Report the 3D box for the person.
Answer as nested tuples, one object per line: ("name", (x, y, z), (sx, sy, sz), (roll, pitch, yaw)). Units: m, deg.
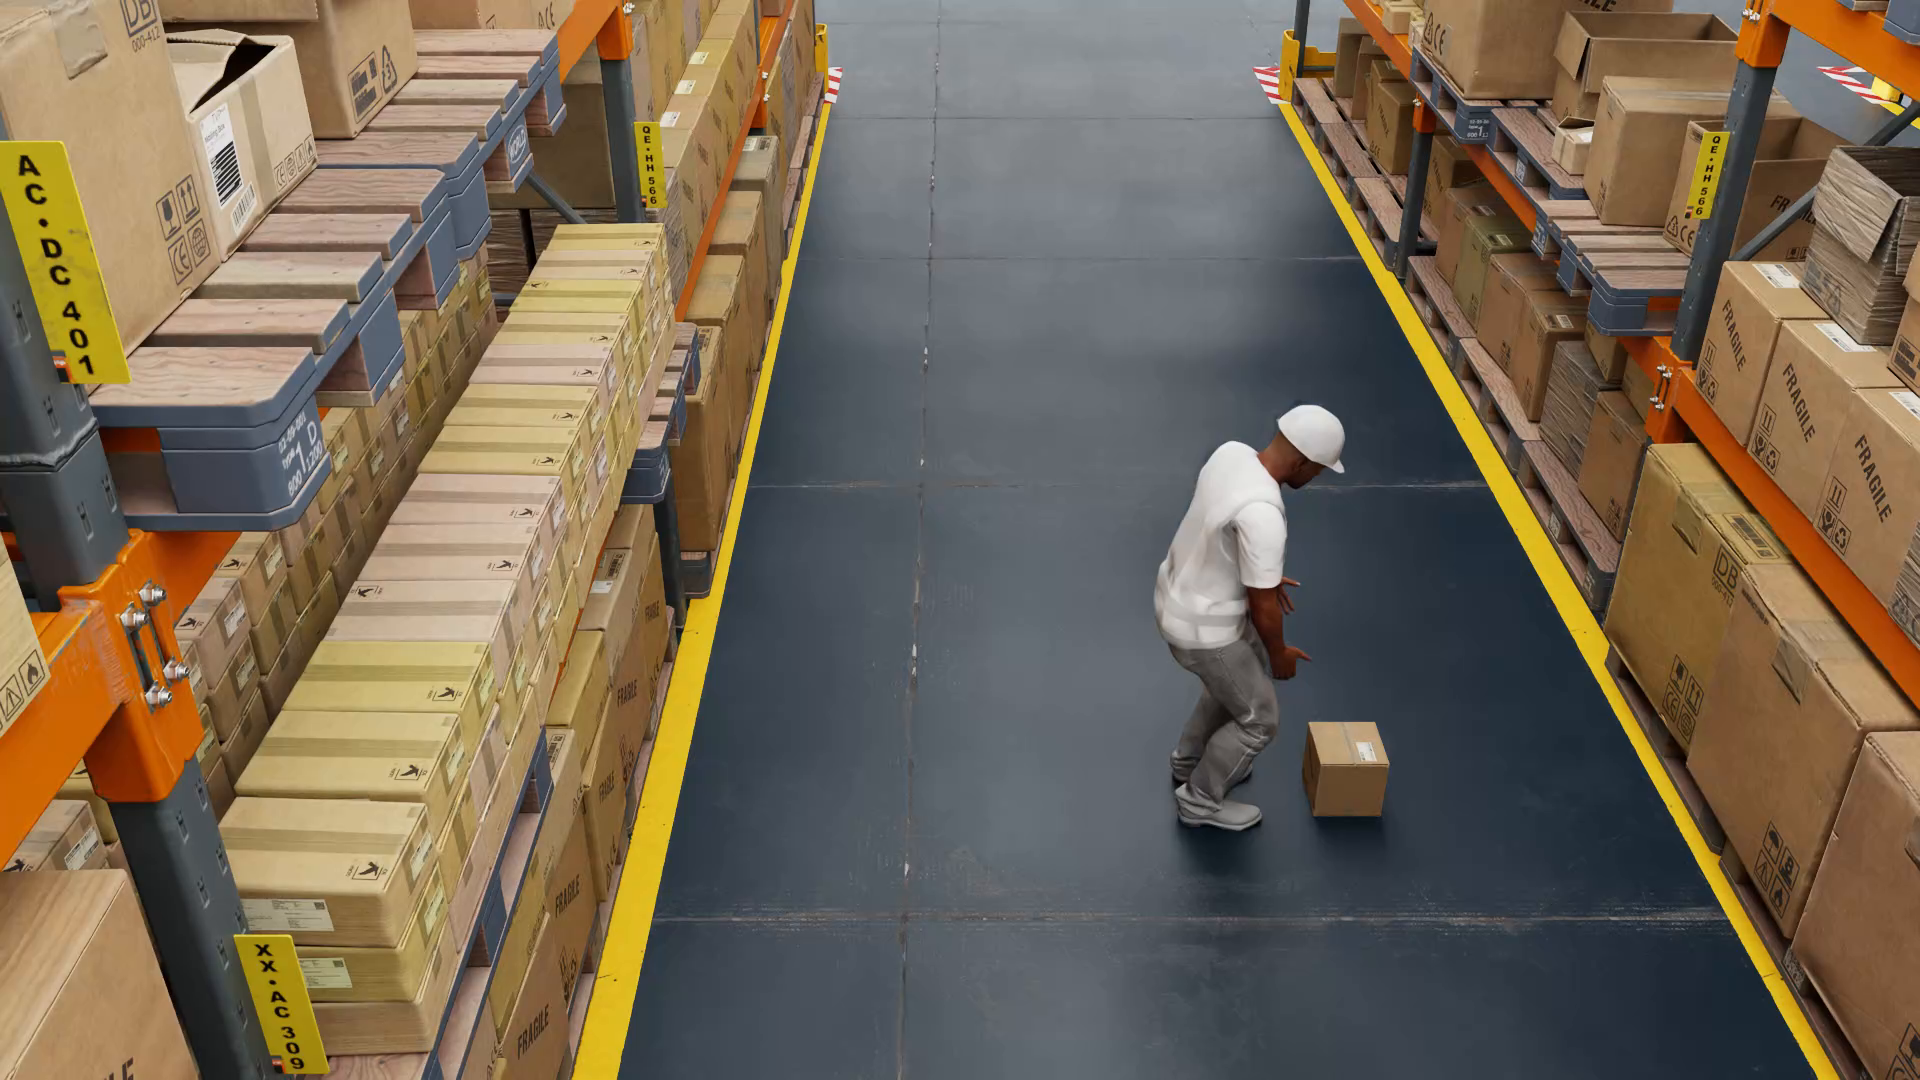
("person", (0.980, 0.255, 5.842), (0.599, 1.613, 0.616), (0, 31, 1))
